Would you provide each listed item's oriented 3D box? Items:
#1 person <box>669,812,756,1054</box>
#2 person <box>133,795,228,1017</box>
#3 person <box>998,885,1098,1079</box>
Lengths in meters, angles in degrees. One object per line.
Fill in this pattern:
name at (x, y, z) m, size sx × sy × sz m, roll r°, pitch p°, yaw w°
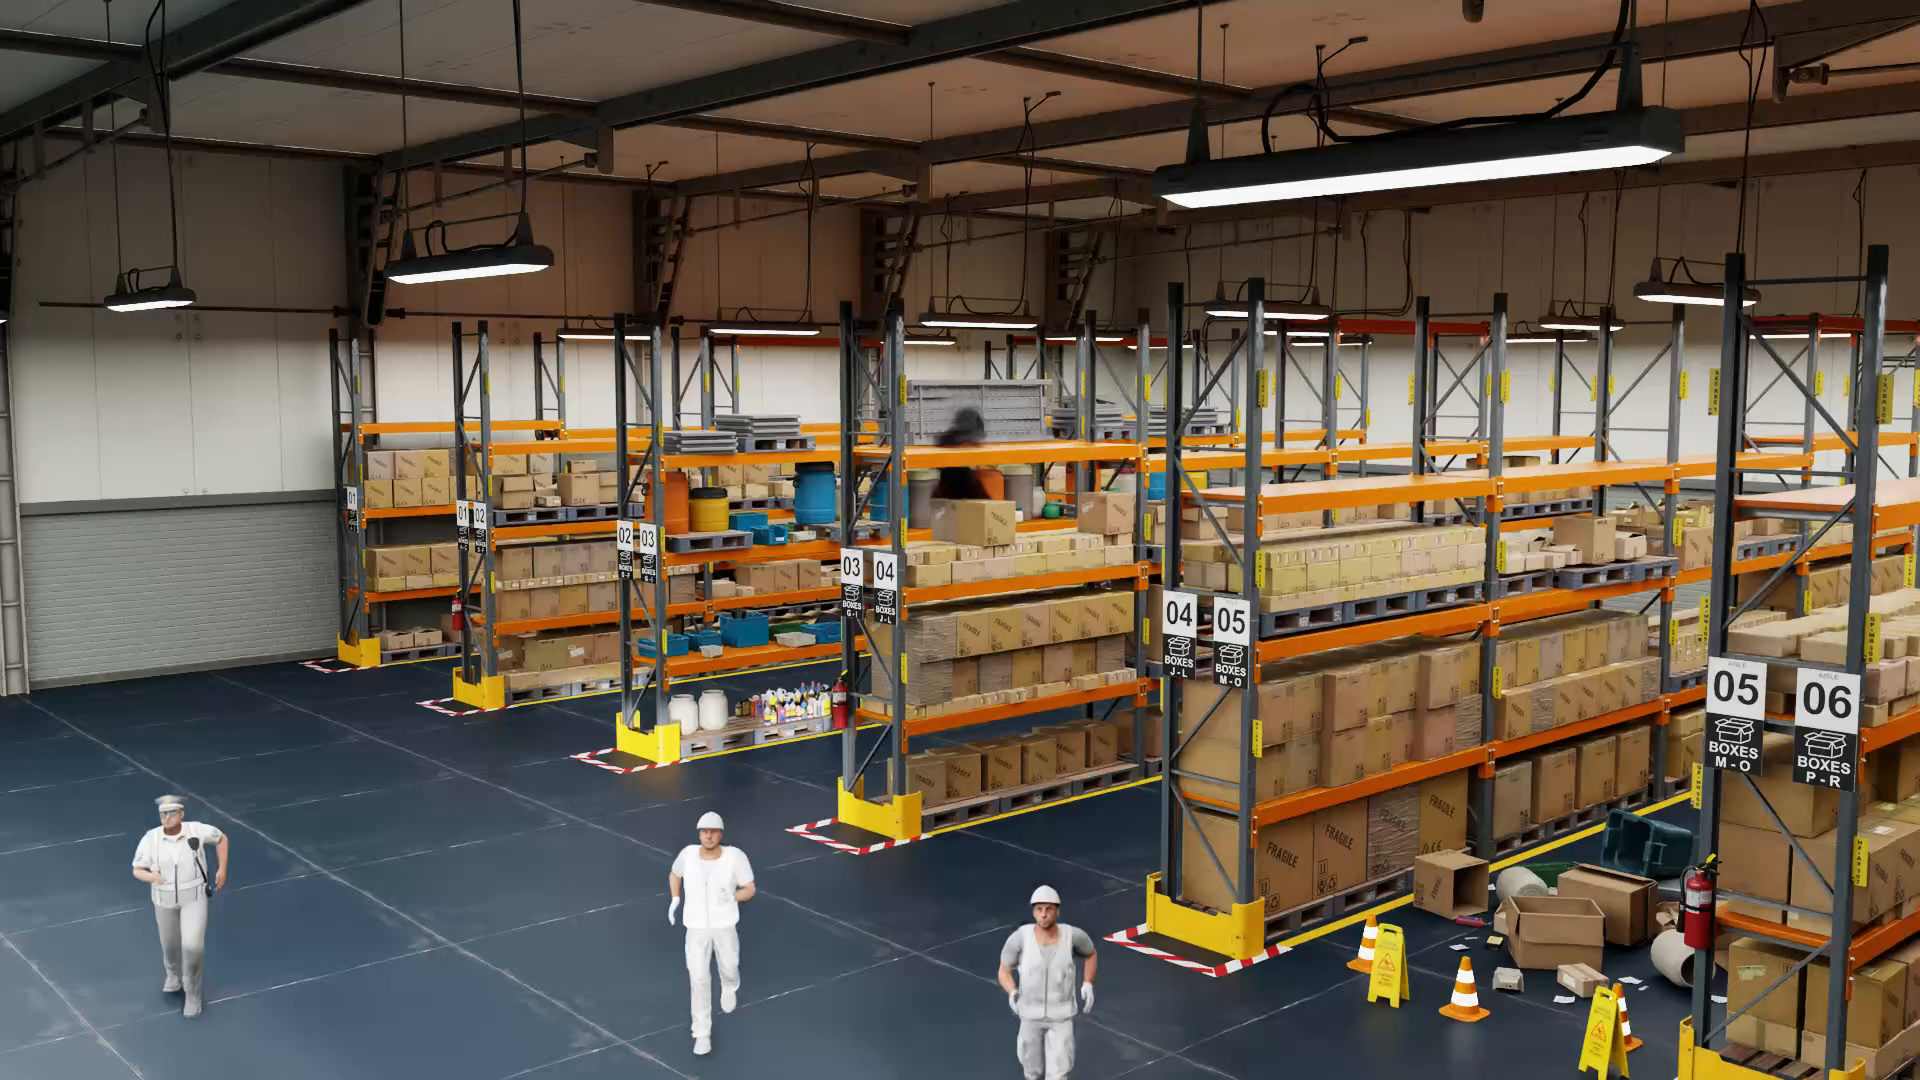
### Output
person at (-1.933, 2.990, 12.945) m, size 0.693 × 1.763 × 0.986 m, roll 0°, pitch 6°, yaw -3°
person at (-6.363, 2.957, 13.601) m, size 0.673 × 1.821 × 0.911 m, roll -2°, pitch 6°, yaw -16°
person at (0.588, 3.190, 11.154) m, size 0.667 × 1.776 × 0.962 m, roll 0°, pitch 6°, yaw 4°
